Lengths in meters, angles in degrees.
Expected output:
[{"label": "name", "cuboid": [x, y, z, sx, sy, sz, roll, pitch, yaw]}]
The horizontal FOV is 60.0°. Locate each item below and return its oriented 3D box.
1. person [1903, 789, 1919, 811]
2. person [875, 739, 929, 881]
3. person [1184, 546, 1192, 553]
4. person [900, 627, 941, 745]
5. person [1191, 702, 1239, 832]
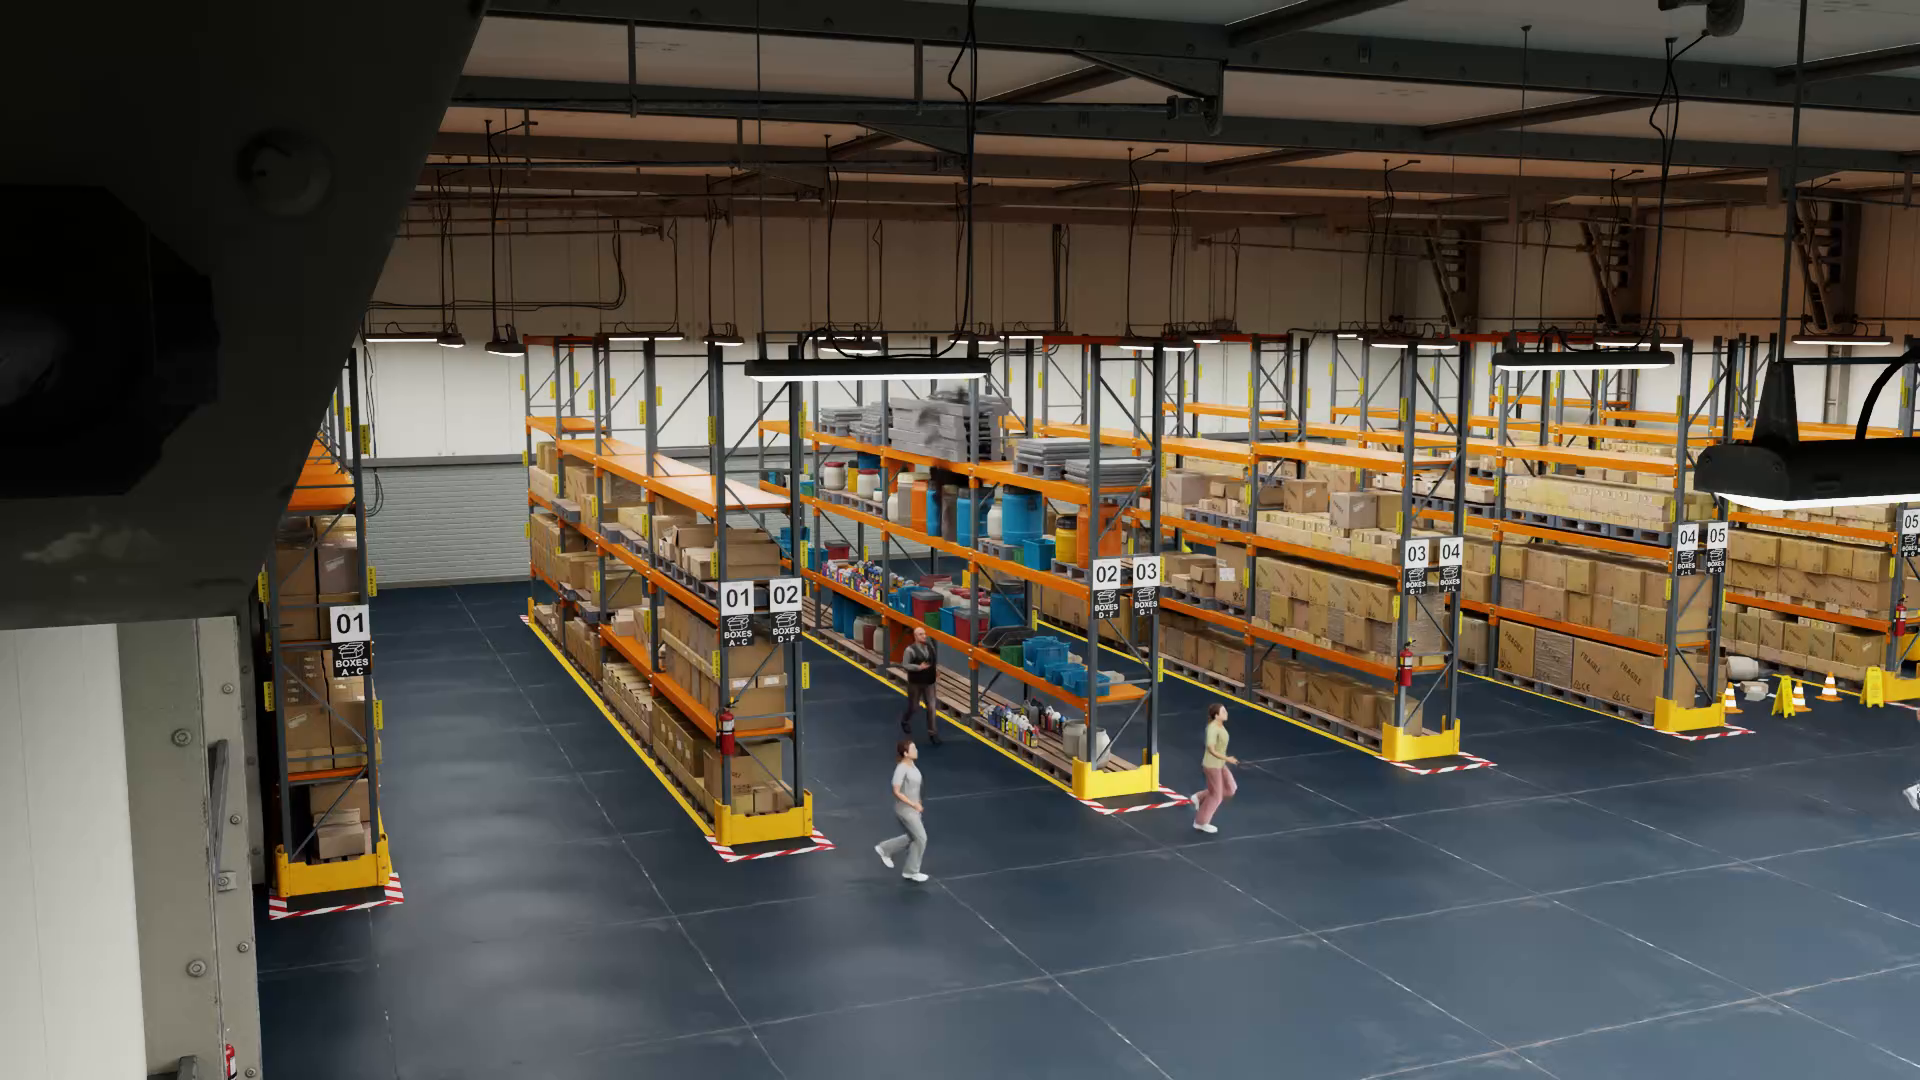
[{"label": "person", "cuboid": [12.446, 2.671, 21.078, 0.874, 1.779, 0.664, 2, 8, 17]}, {"label": "person", "cuboid": [-0.668, 3.035, 18.793, 0.636, 1.629, 0.585, 2, 8, 12]}, {"label": "person", "cuboid": [4.521, 0.969, 34.107, 0.705, 1.726, 0.762, -3, 8, -22]}, {"label": "person", "cuboid": [-0.577, 2.154, 24.897, 0.657, 1.707, 0.971, -4, 9, -27]}, {"label": "person", "cuboid": [3.175, 2.803, 20.627, 0.604, 1.630, 0.607, 3, 8, 19]}]
